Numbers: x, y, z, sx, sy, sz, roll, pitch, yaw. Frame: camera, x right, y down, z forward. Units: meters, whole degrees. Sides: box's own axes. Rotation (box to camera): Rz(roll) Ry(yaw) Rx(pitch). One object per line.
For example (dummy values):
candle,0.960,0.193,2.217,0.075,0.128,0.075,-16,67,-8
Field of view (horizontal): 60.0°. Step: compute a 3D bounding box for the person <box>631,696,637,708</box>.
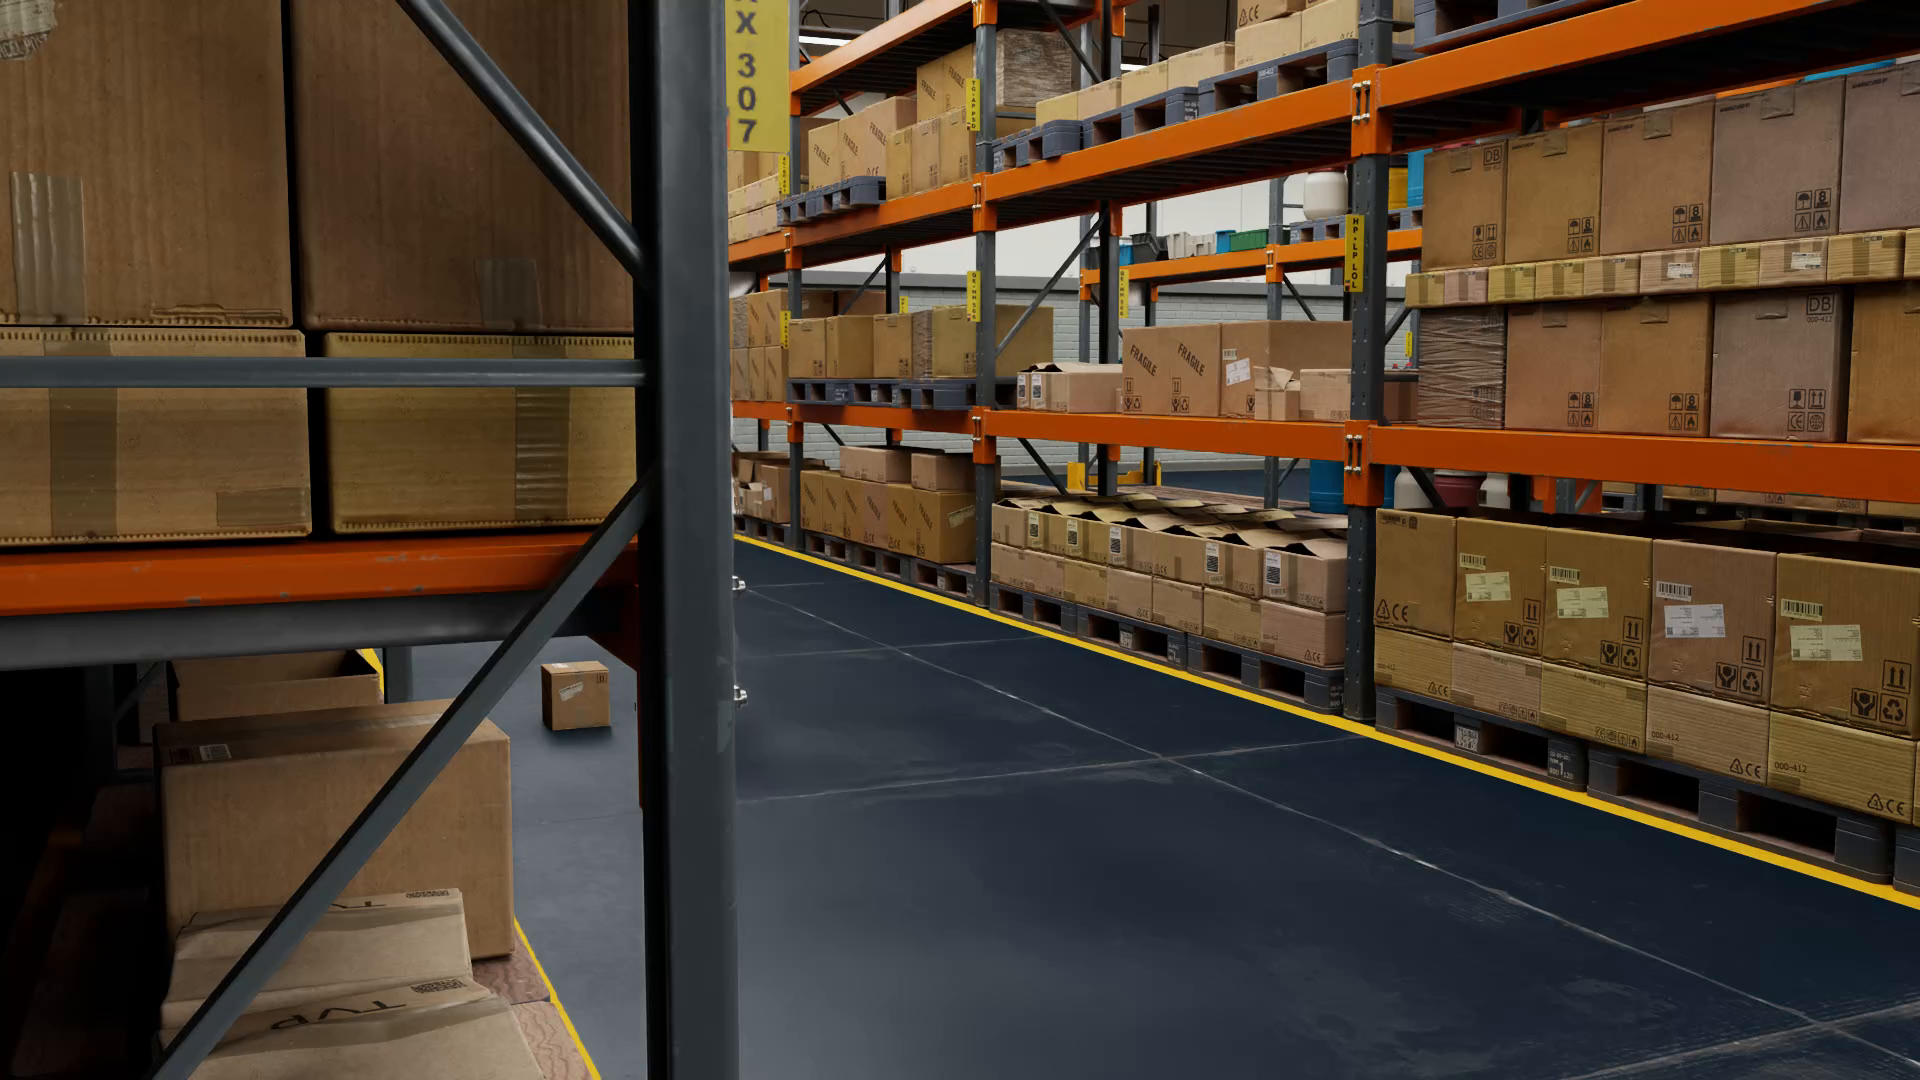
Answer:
person,-1.258,-0.057,7.402,0.416,1.678,0.488,-2,6,-19
